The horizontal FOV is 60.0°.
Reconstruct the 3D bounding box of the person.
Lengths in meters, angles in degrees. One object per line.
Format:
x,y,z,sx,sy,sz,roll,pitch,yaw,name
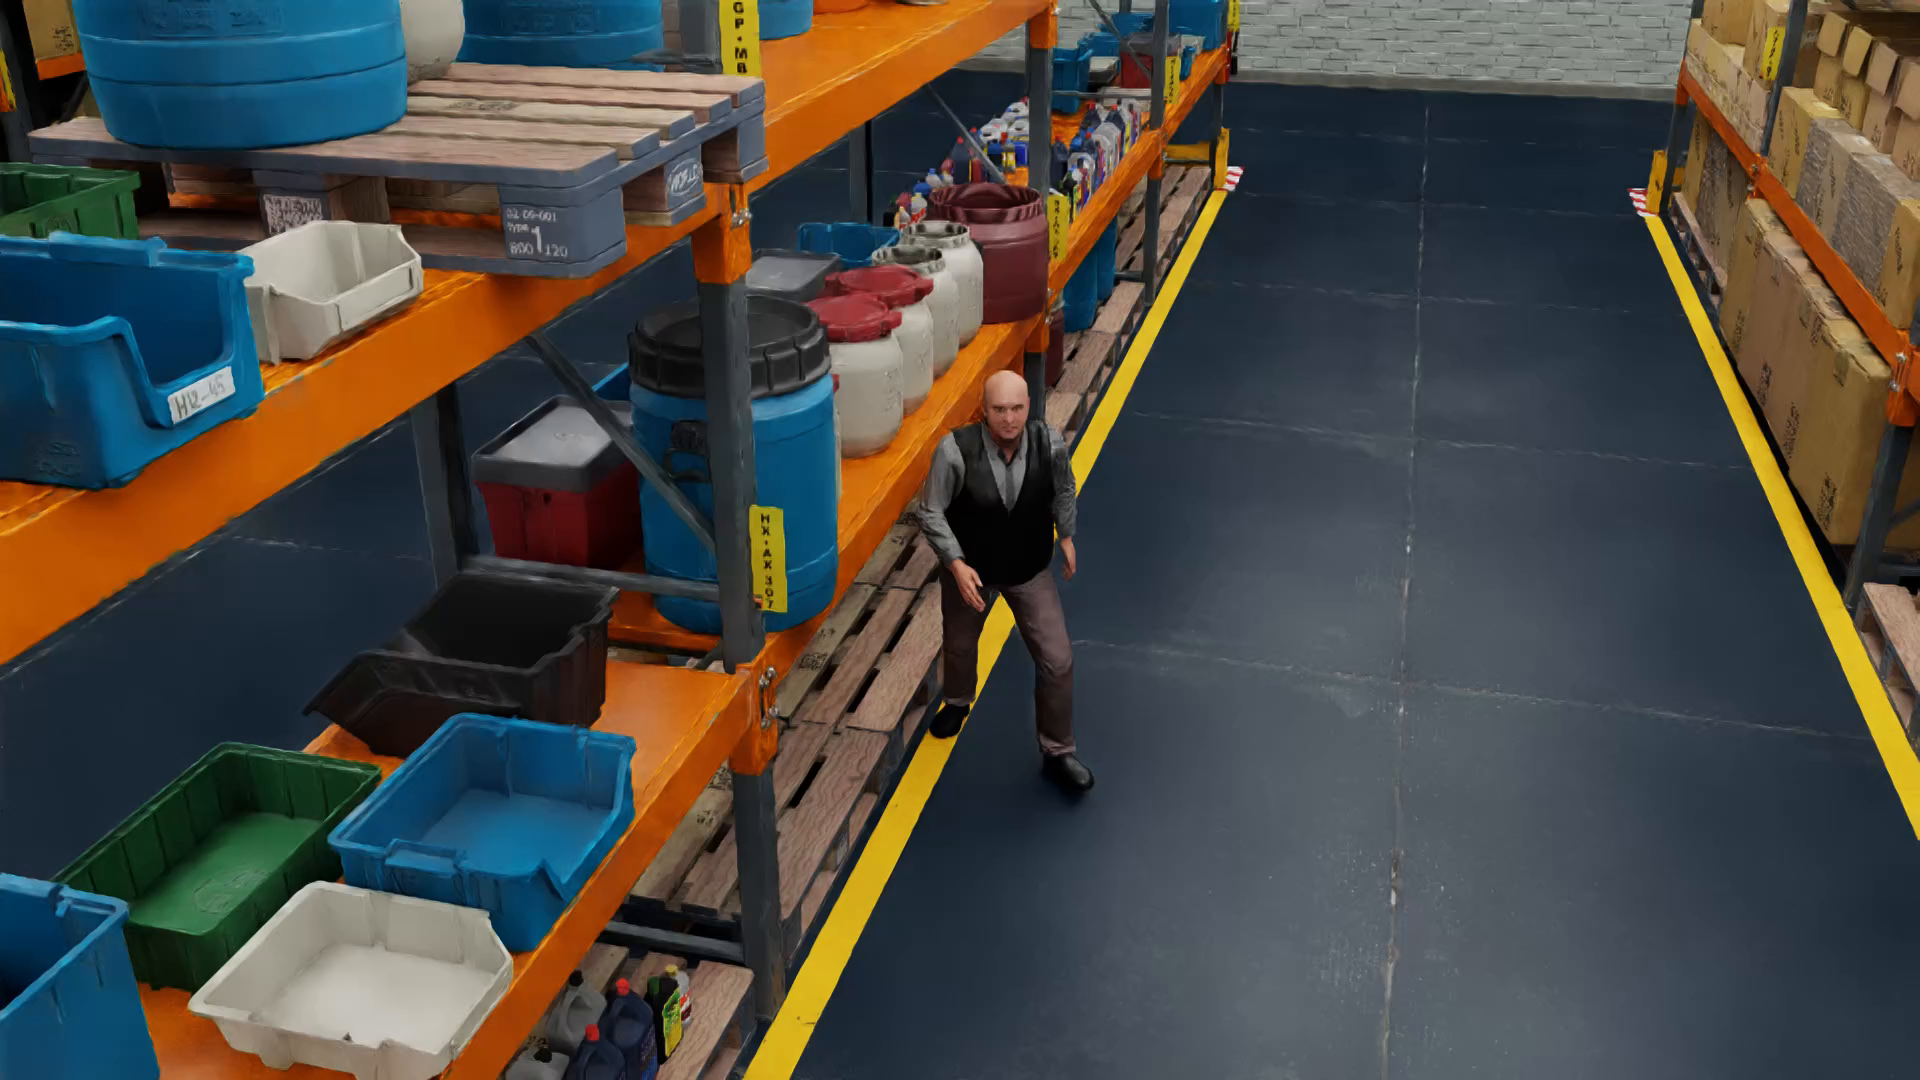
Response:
0.160,0.110,6.433,0.668,1.668,0.779,-3,25,-6,person
